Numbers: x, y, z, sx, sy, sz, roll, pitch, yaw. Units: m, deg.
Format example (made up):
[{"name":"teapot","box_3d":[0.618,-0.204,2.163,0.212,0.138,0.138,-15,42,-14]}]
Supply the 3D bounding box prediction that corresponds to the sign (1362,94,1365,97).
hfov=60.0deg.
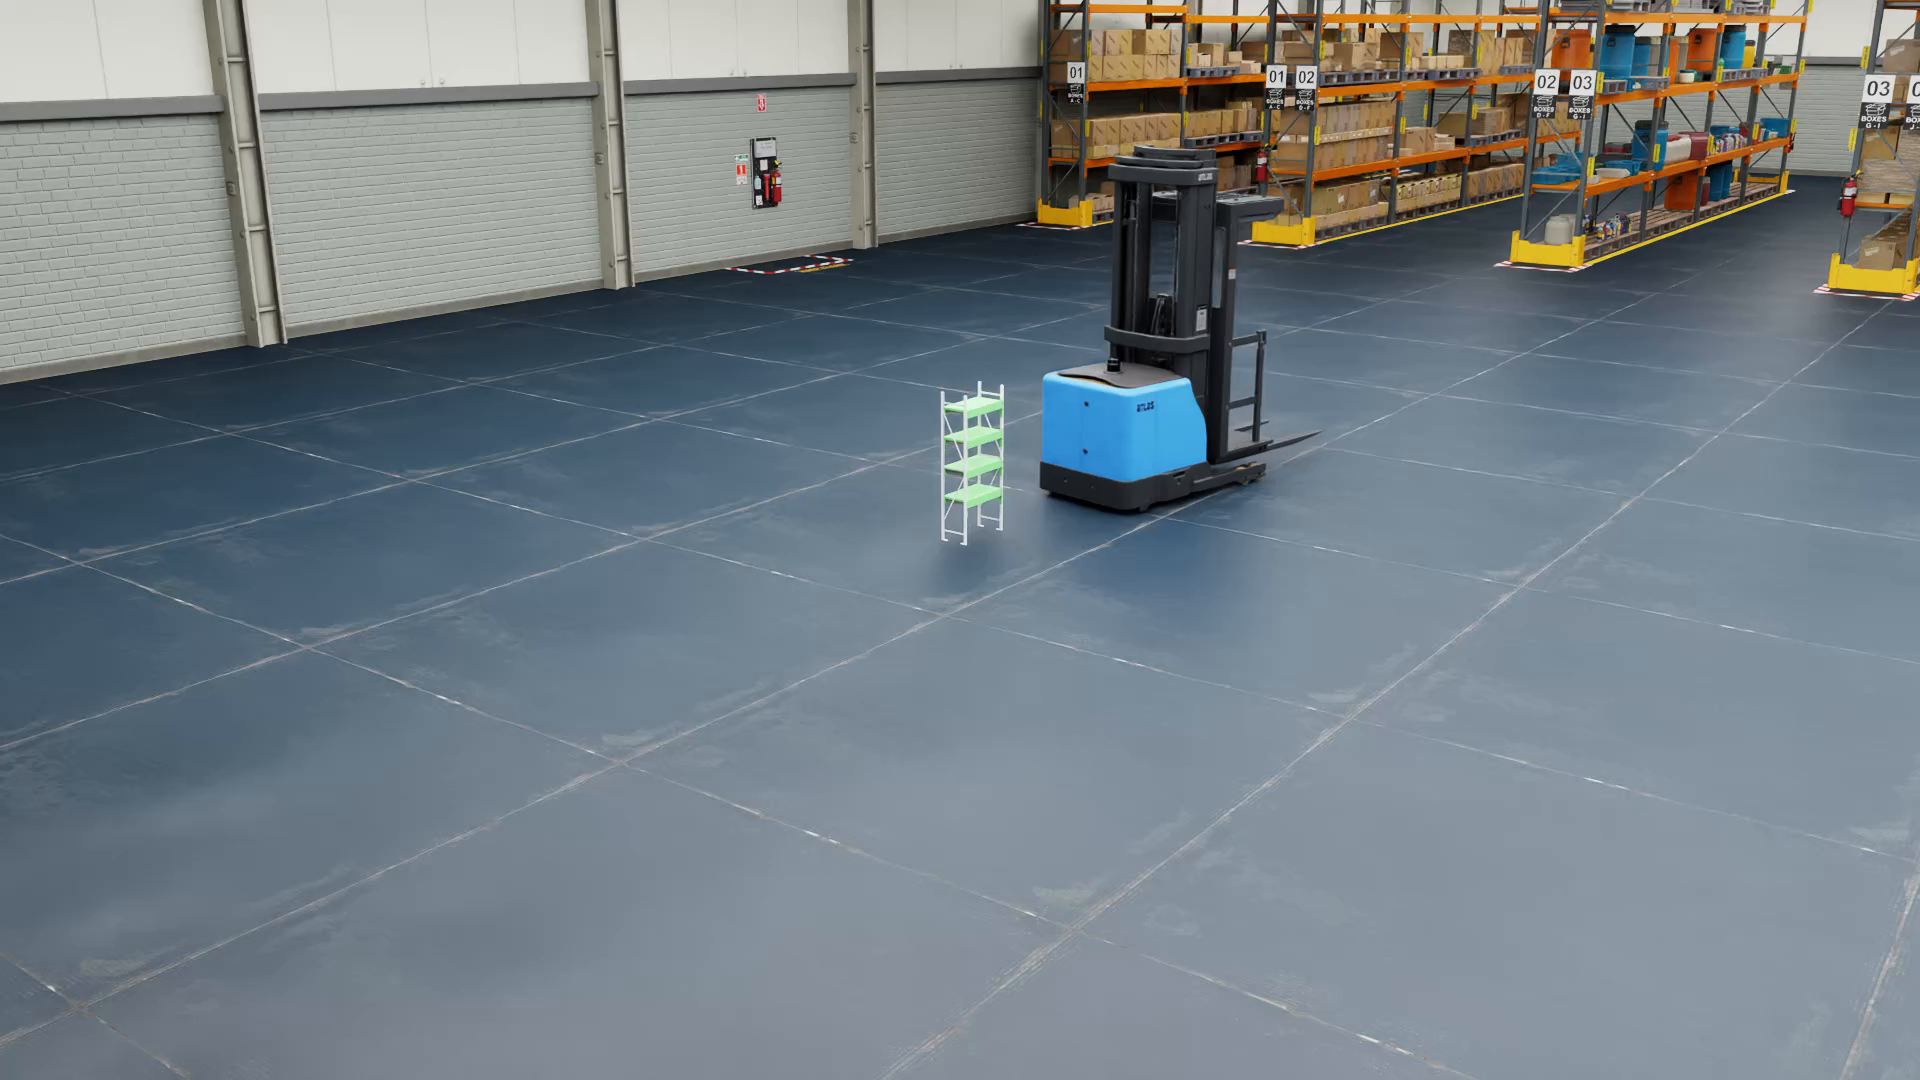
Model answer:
[{"name":"sign","box_3d":[11.196,-12.280,46.136,0.100,0.325,0.005,12,21,35]}]

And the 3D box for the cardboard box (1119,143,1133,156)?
[{"name":"cardboard box","box_3d":[3.257,-8.163,34.691,0.500,0.250,0.500,12,21,34]}]

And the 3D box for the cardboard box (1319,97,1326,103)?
[{"name":"cardboard box","box_3d":[8.870,-11.057,41.824,0.500,0.250,0.500,13,21,36]}]

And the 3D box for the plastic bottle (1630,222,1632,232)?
[{"name":"plastic bottle","box_3d":[12.479,-5.853,31.009,0.097,0.201,0.097,0,17,0]}]

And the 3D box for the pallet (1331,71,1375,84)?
[{"name":"pallet","box_3d":[7.254,-8.890,31.904,1.003,0.211,1.213,12,21,35]}]

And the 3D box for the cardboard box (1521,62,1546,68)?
[{"name":"cardboard box","box_3d":[13.724,-11.335,39.882,0.500,0.250,0.500,12,21,35]}]

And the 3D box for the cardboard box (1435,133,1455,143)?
[{"name":"cardboard box","box_3d":[10.601,-8.828,36.763,0.500,0.311,0.500,14,22,38]}]

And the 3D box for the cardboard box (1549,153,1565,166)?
[{"name":"cardboard box","box_3d":[15.493,-9.698,42.888,0.500,0.500,0.500,12,21,35]}]

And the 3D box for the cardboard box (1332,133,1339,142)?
[{"name":"cardboard box","box_3d":[6.950,-7.639,31.523,0.380,0.149,0.250,12,21,34]}]

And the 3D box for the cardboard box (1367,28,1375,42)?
[{"name":"cardboard box","box_3d":[10.496,-13.106,43.444,0.500,0.500,0.500,13,21,35]}]

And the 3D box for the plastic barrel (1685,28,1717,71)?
[{"name":"plastic barrel","box_3d":[15.169,-10.046,34.046,0.600,0.830,0.708,12,21,35]}]

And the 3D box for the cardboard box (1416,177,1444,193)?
[{"name":"cardboard box","box_3d":[10.131,-7.692,35.937,0.500,0.311,0.500,12,21,34]}]

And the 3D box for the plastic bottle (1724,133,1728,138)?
[{"name":"plastic bottle","box_3d":[16.701,-8.707,36.307,0.144,0.351,0.185,12,21,35]}]

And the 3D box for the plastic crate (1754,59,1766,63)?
[{"name":"plastic crate","box_3d":[18.464,-11.066,38.868,0.504,0.338,0.767,12,21,35]}]

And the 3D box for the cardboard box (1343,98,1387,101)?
[{"name":"cardboard box","box_3d":[10.918,-11.574,44.950,0.980,0.700,0.700,12,21,34]}]

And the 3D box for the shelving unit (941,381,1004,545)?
[{"name":"shelving unit","box_3d":[0.099,-0.612,13.193,0.258,1.200,0.503,12,21,35]}]

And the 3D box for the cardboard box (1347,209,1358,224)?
[{"name":"cardboard box","box_3d":[7.479,-6.377,32.648,0.500,0.250,0.500,12,21,35]}]

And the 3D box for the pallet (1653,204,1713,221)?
[{"name":"pallet","box_3d":[15.265,-6.937,35.225,1.003,0.211,1.213,12,21,35]}]

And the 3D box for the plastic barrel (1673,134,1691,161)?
[{"name":"plastic barrel","box_3d":[14.387,-7.844,33.256,0.421,0.512,0.421,0,17,0]}]

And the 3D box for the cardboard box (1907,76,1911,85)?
[{"name":"cardboard box","box_3d":[14.389,-6.868,24.826,0.380,0.149,0.250,12,21,34]}]

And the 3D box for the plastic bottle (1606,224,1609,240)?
[{"name":"plastic bottle","box_3d":[11.596,-5.533,29.862,0.097,0.271,0.097,0,17,0]}]

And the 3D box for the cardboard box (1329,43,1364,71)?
[{"name":"cardboard box","box_3d":[7.295,-9.139,31.444,0.500,0.500,0.500,12,21,35]}]

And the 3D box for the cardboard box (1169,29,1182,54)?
[{"name":"cardboard box","box_3d":[4.408,-10.671,35.603,0.500,0.500,0.500,10,20,30]}]

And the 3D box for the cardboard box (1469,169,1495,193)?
[{"name":"cardboard box","box_3d":[11.964,-8.268,38.283,0.500,0.500,0.500,12,21,34]}]

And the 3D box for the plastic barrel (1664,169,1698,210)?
[{"name":"plastic barrel","box_3d":[15.106,-7.357,34.827,0.600,0.830,0.708,12,21,35]}]

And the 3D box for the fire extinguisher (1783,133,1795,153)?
[{"name":"fire extinguisher","box_3d":[20.050,-9.719,40.242,0.296,0.674,0.183,12,21,35]}]

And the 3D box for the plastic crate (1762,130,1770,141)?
[{"name":"plastic crate","box_3d":[18.577,-9.393,38.613,0.416,0.233,0.300,12,21,35]}]

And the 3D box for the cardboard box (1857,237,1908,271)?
[{"name":"cardboard box","box_3d":[14.425,-4.445,26.006,0.500,0.500,0.500,-15,23,-40]}]

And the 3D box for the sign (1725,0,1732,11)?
[{"name":"sign","box_3d":[15.274,-10.688,33.033,0.100,0.325,0.005,12,21,35]}]

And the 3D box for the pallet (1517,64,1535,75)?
[{"name":"pallet","box_3d":[12.791,-11.102,39.195,1.213,0.211,1.003,12,21,35]}]

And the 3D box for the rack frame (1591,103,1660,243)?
[{"name":"rack frame","box_3d":[12.445,-7.120,31.115,1.000,3.000,0.127,12,21,35]}]

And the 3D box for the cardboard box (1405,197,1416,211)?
[{"name":"cardboard box","box_3d":[9.214,-7.058,34.841,0.500,0.250,0.500,13,22,36]}]

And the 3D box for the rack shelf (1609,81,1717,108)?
[{"name":"rack shelf","box_3d":[13.637,-8.686,32.311,1.077,0.370,4.000,12,21,35]}]

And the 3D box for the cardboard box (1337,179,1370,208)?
[{"name":"cardboard box","box_3d":[7.766,-6.856,32.928,0.500,0.500,0.500,12,21,35]}]

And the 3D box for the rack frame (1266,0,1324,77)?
[{"name":"rack frame","box_3d":[6.086,-9.909,29.979,1.000,3.000,0.127,12,21,35]}]

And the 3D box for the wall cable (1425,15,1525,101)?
[{"name":"wall cable","box_3d":[15.296,-14.395,49.661,3.097,2.526,0.112,12,21,35]}]

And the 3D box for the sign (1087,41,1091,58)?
[{"name":"sign","box_3d":[2.541,-9.672,32.801,0.100,0.325,0.005,12,21,35]}]

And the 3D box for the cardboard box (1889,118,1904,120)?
[{"name":"cardboard box","box_3d":[15.355,-6.612,27.121,0.500,0.500,0.500,12,21,35]}]

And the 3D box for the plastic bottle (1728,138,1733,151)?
[{"name":"plastic bottle","box_3d":[16.638,-8.576,36.013,0.152,0.276,0.135,12,21,35]}]

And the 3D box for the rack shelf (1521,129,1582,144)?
[{"name":"rack shelf","box_3d":[14.427,-10.035,41.713,1.077,0.370,4.000,12,21,35]}]

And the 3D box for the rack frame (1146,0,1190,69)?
[{"name":"rack frame","box_3d":[4.489,-11.736,35.862,1.000,3.000,0.127,12,21,35]}]

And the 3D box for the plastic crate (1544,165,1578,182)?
[{"name":"plastic crate","box_3d":[10.511,-6.422,29.118,0.499,0.251,0.408,12,21,35]}]

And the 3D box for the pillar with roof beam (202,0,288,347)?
[{"name":"pillar with roof beam","box_3d":[-5.440,-6.055,17.568,9.100,9.000,0.400,12,21,35]}]

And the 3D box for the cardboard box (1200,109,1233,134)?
[{"name":"cardboard box","box_3d":[5.875,-9.667,38.406,0.700,0.500,0.500,12,21,35]}]

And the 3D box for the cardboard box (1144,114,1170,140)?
[{"name":"cardboard box","box_3d":[4.162,-8.880,35.736,0.500,0.500,0.500,12,21,34]}]

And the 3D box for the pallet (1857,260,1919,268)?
[{"name":"pallet","box_3d":[15.325,-4.455,27.235,1.003,0.211,1.213,12,21,35]}]

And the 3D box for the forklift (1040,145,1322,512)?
[{"name":"forklift","box_3d":[2.112,-1.988,14.703,3.031,2.935,1.130,-16,23,-41]}]

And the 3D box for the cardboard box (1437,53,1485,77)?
[{"name":"cardboard box","box_3d":[11.085,-10.539,36.898,0.910,0.500,0.500,12,21,35]}]

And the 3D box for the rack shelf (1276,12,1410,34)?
[{"name":"rack shelf","box_3d":[7.277,-9.851,31.679,1.077,0.370,4.000,12,21,35]}]

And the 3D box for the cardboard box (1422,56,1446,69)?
[{"name":"cardboard box","box_3d":[9.980,-10.130,35.295,0.500,0.250,0.500,12,21,34]}]

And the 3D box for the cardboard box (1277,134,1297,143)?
[{"name":"cardboard box","box_3d":[6.160,-7.526,31.159,0.380,0.149,0.250,12,21,34]}]

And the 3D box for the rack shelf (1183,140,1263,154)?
[{"name":"rack shelf","box_3d":[5.680,-9.004,38.393,1.077,0.370,4.000,12,21,35]}]

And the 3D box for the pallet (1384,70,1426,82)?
[{"name":"pallet","box_3d":[8.984,-9.550,34.204,0.805,0.209,1.217,11,21,33]}]

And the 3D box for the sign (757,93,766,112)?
[{"name":"sign","box_3d":[-3.335,-7.350,27.945,0.001,0.298,0.199,12,21,35]}]

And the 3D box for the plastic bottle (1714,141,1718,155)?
[{"name":"plastic bottle","box_3d":[15.875,-8.252,34.957,0.061,0.283,0.133,12,21,35]}]
